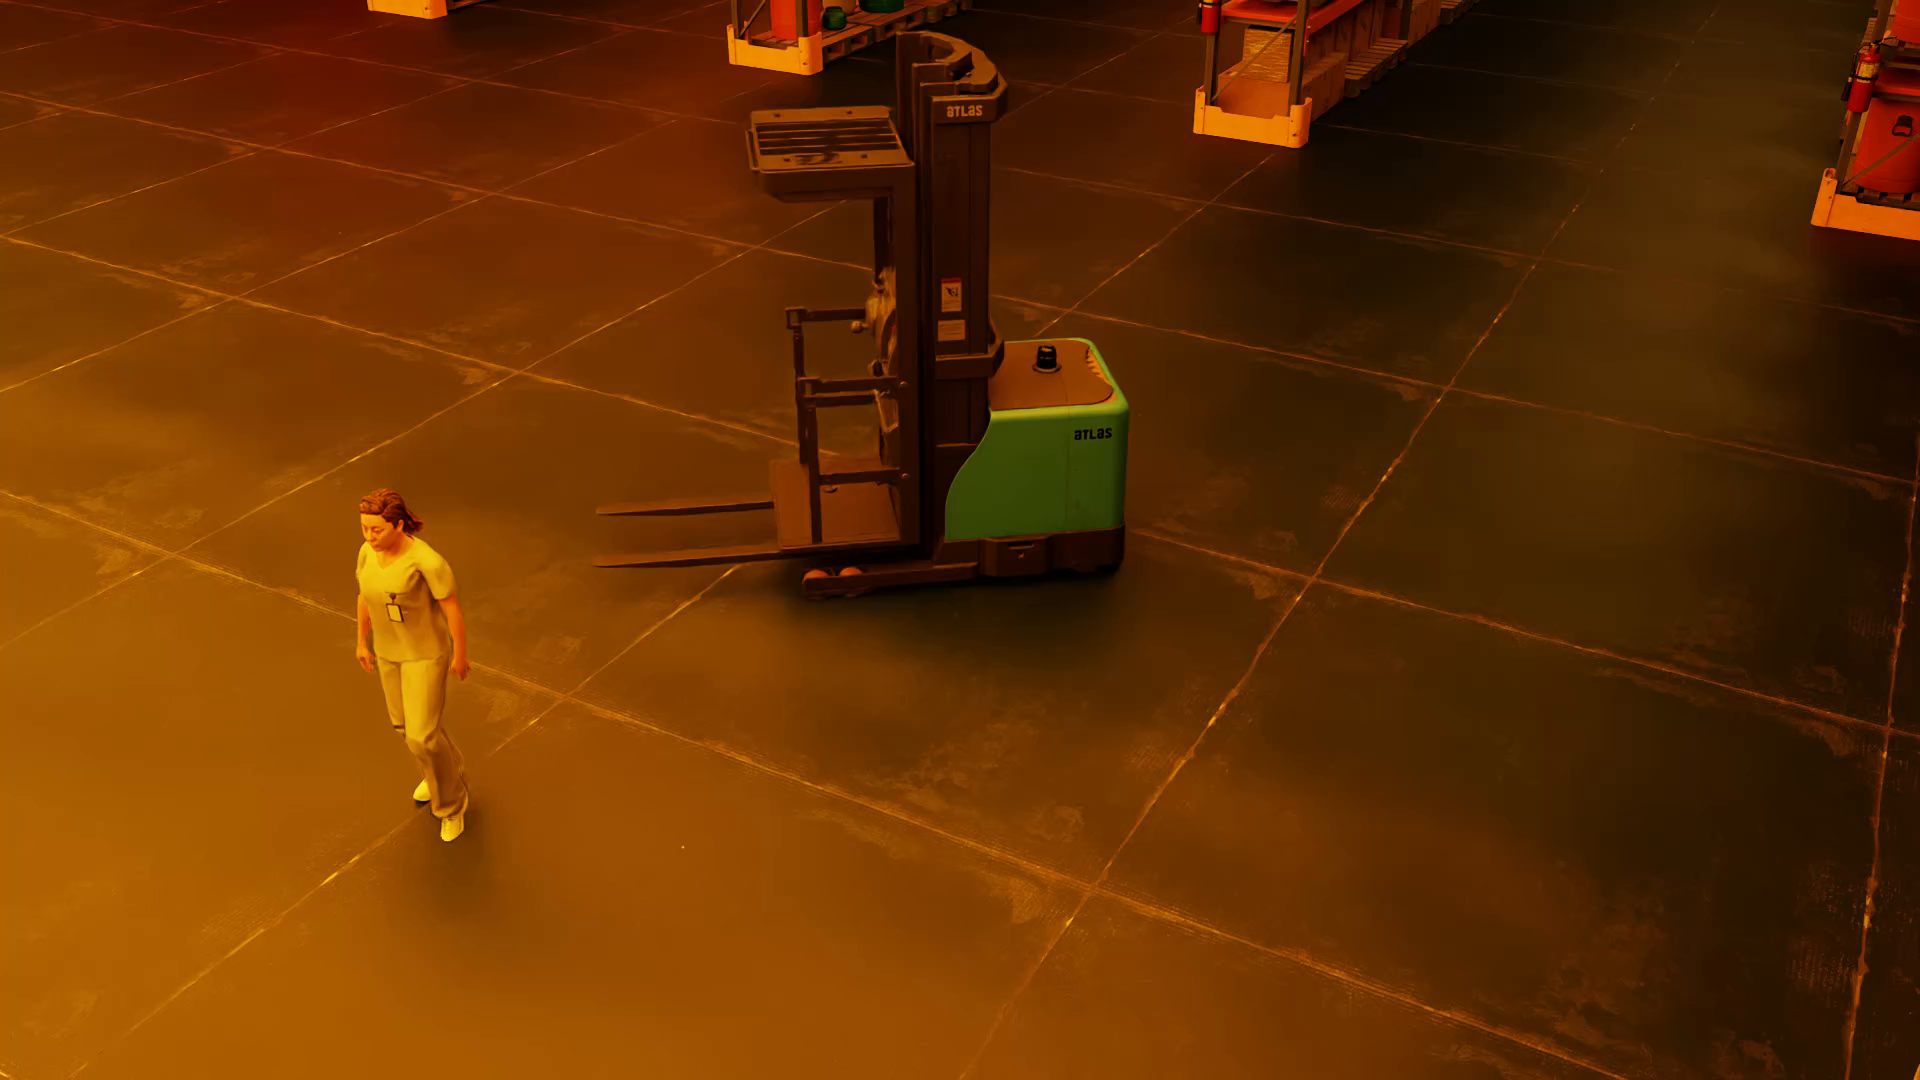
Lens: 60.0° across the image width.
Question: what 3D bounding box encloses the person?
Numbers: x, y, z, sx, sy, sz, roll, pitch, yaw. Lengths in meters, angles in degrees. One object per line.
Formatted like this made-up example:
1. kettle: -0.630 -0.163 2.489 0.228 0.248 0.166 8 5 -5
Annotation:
1. person: -2.473 0.543 7.470 0.537 1.710 0.498 12 32 21

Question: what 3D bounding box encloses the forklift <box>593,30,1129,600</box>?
1. forklift: -0.610 -1.213 9.173 3.031 2.935 1.130 -4 30 -8
